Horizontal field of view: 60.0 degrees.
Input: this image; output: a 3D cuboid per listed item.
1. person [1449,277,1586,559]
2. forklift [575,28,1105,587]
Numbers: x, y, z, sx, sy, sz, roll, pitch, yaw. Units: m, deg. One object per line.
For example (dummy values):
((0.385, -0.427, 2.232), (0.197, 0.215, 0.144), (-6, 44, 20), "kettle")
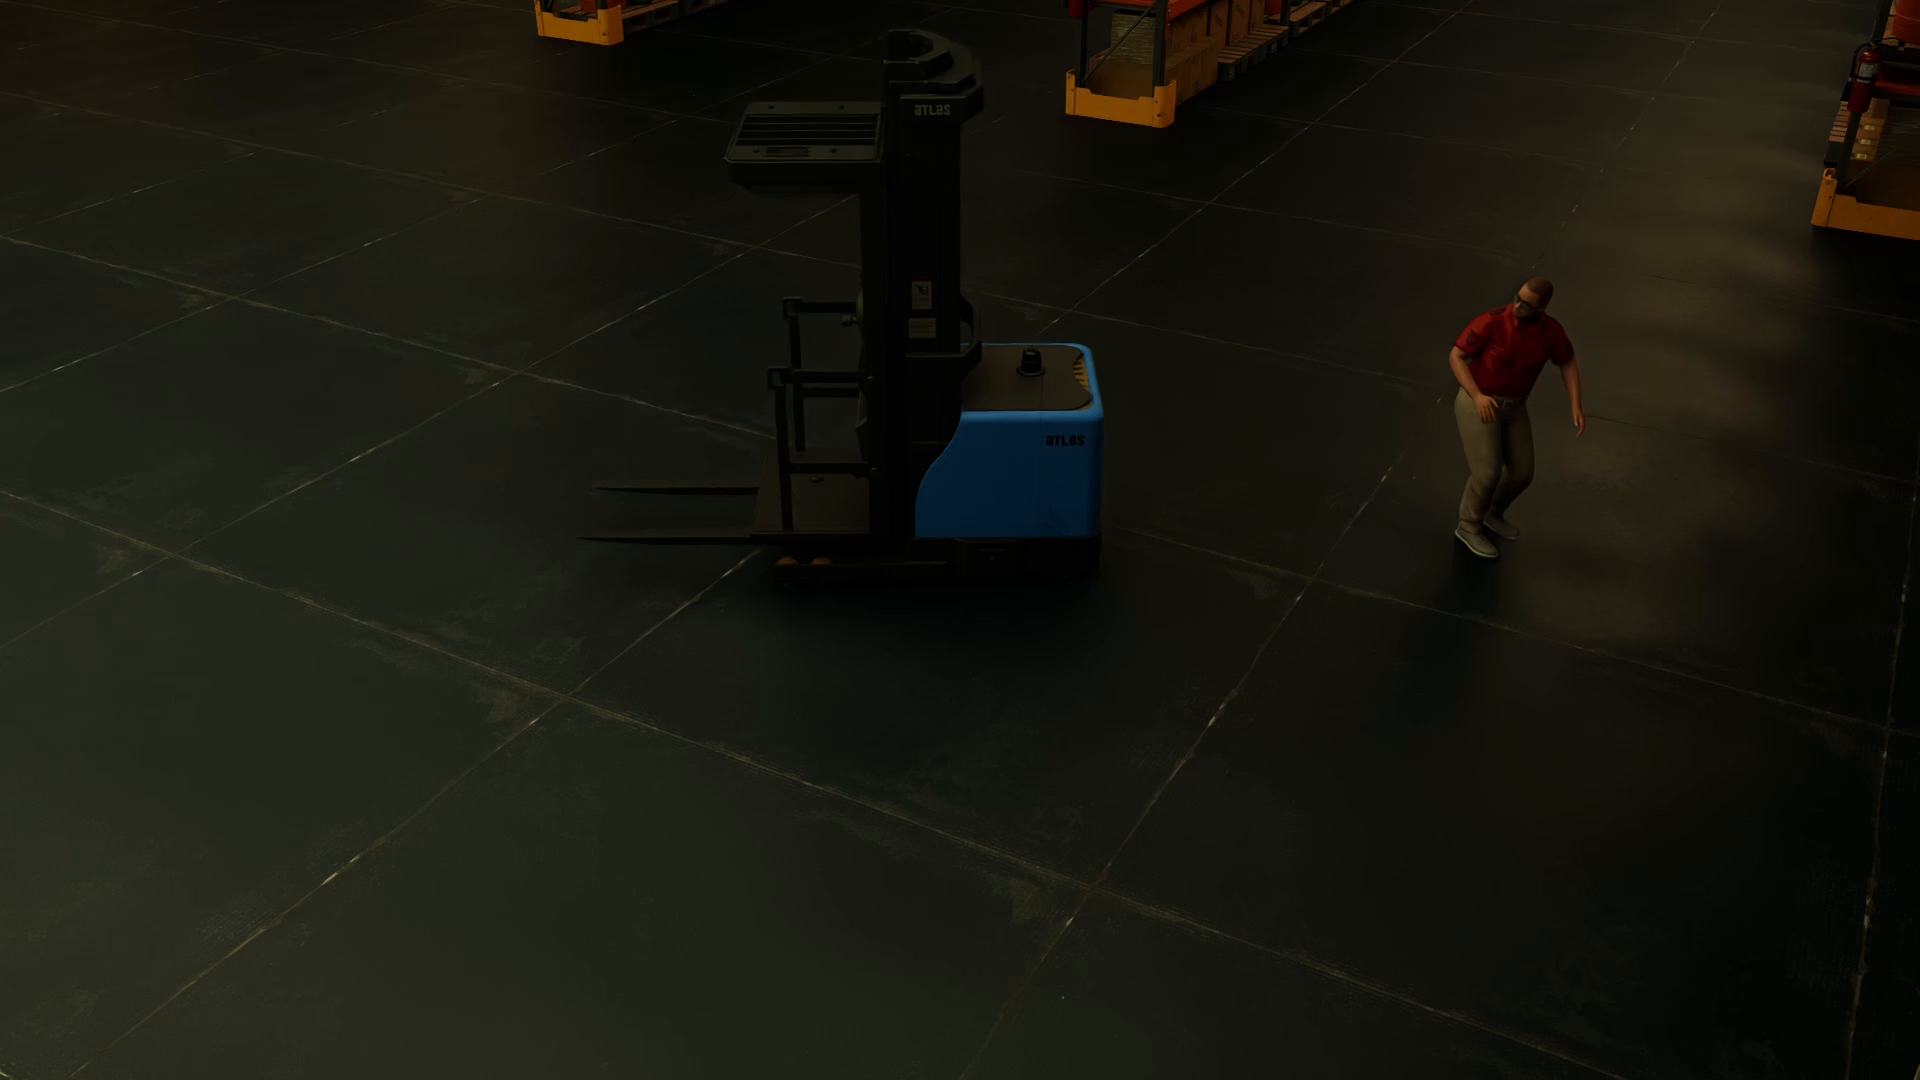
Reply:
((3.190, -0.728, 9.620), (0.771, 1.679, 0.544), (-8, 31, -13), "person")
((-0.710, -1.267, 9.267), (3.031, 2.935, 1.130), (0, 30, 0), "forklift")
